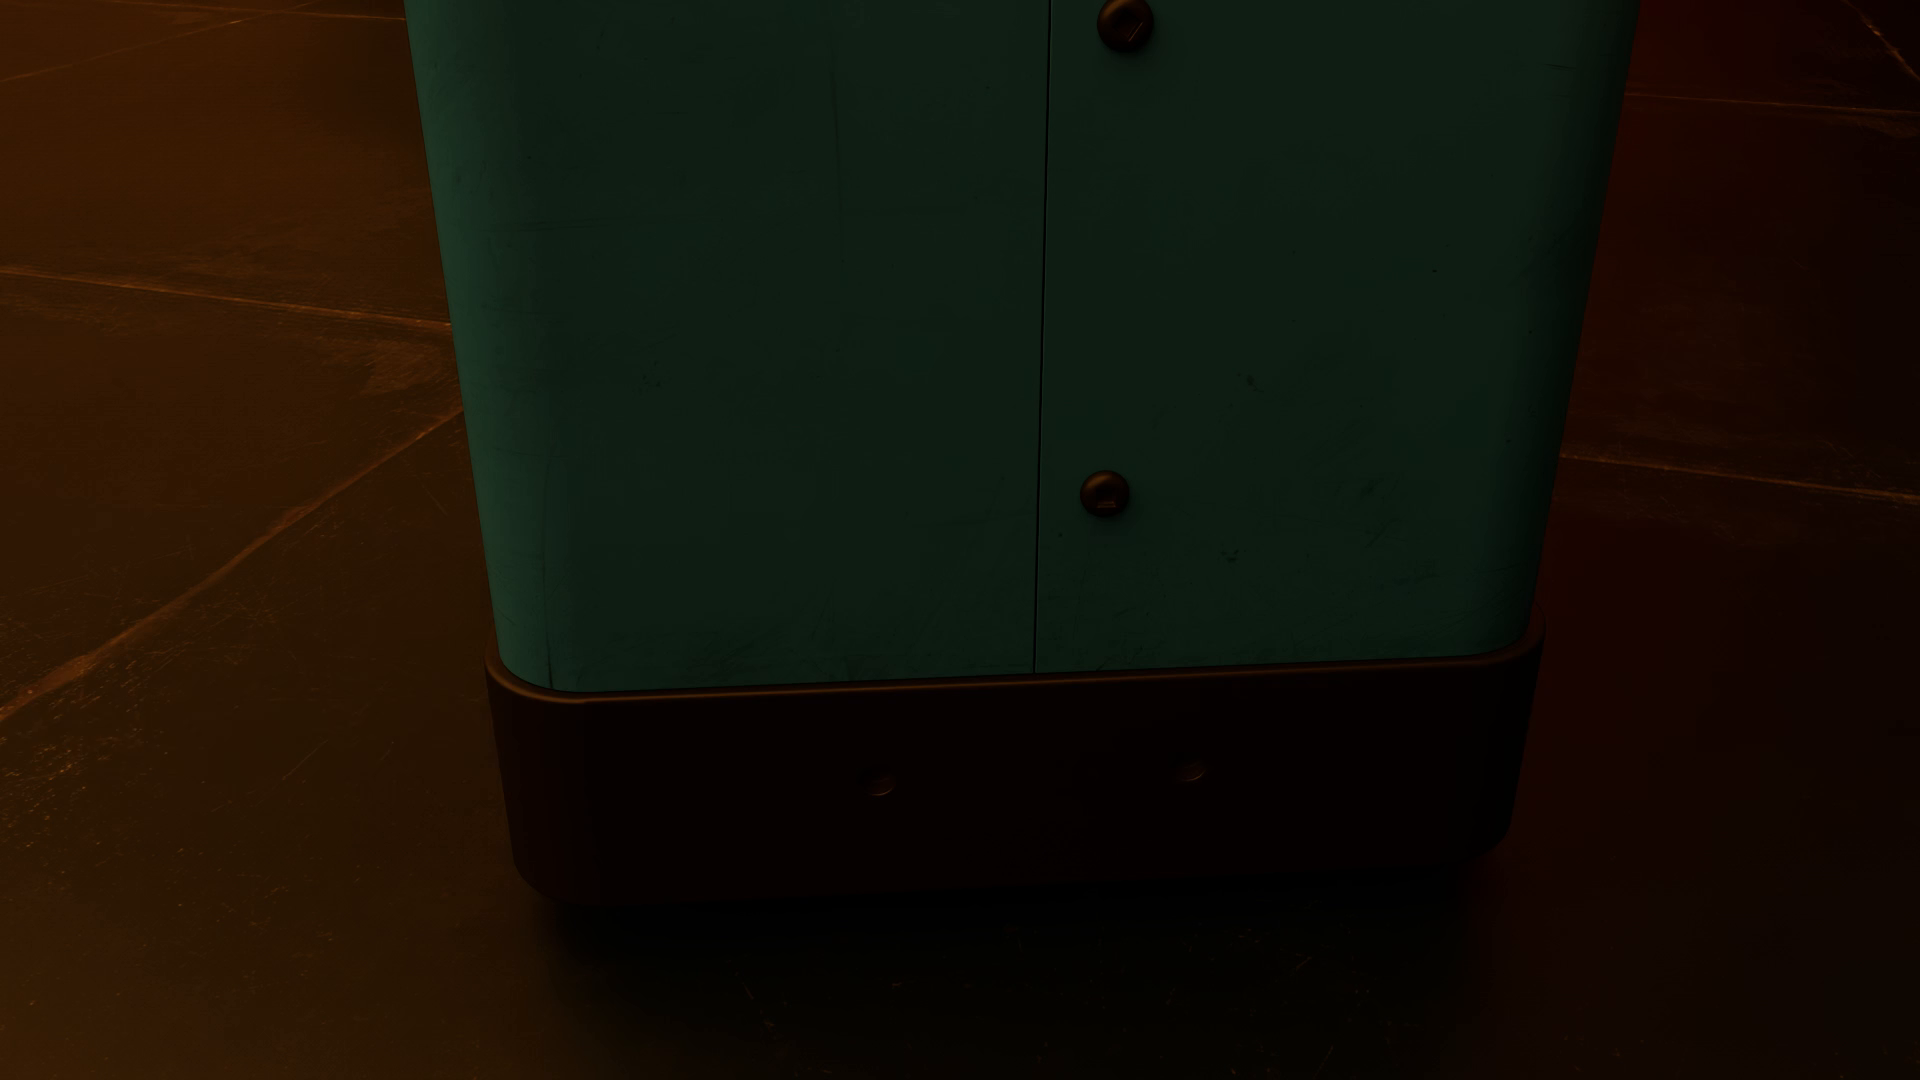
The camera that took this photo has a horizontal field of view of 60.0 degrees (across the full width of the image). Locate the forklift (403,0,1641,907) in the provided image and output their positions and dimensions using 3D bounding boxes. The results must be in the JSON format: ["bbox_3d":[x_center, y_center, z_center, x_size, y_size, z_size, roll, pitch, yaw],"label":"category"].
[{"bbox_3d":[-0.048,-1.581,2.374,1.130,2.935,3.031,-2,27,-4],"label":"forklift"}]
